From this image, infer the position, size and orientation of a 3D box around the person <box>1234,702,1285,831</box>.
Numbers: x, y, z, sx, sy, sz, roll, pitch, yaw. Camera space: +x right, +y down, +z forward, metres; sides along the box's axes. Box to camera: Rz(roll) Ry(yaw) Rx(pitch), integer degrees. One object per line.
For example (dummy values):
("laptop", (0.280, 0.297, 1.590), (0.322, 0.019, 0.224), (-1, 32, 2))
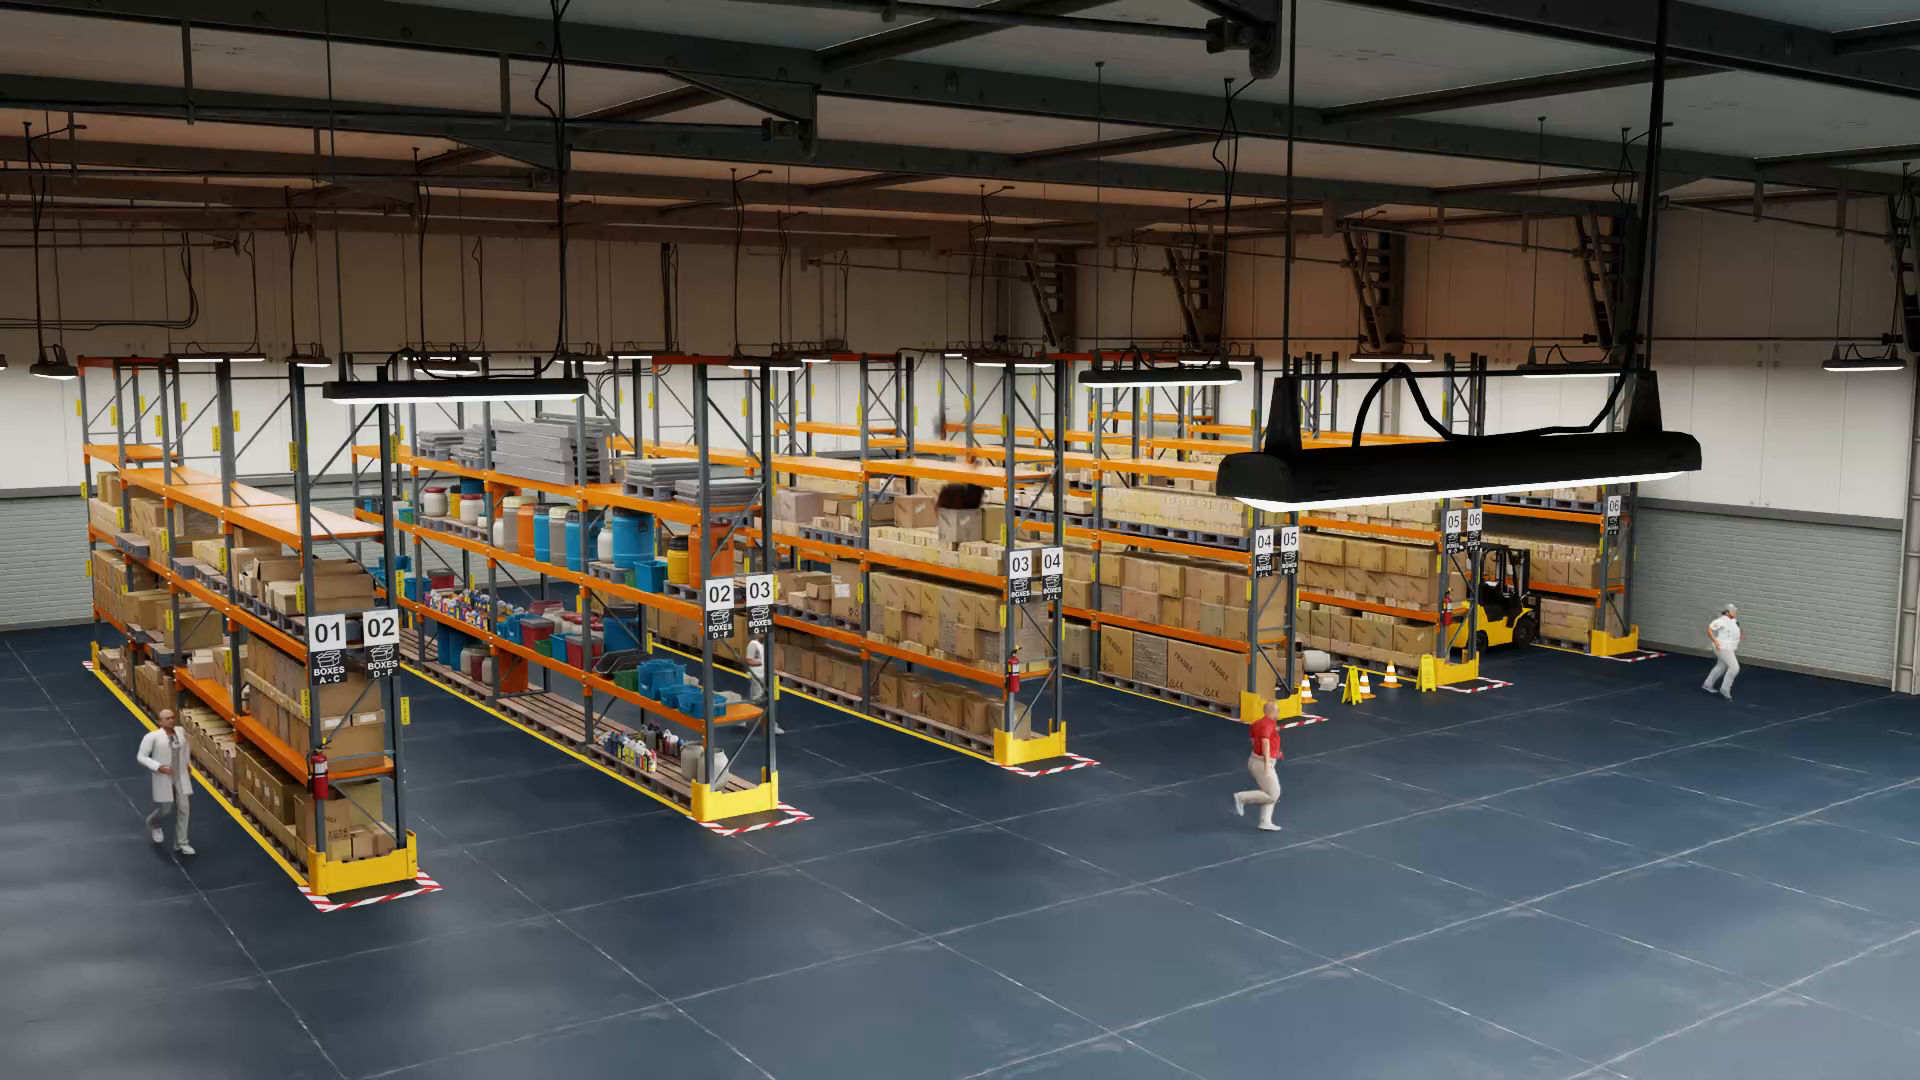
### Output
("person", (3.867, 2.934, 21.430), (0.719, 1.688, 0.696), (-1, 7, -8))

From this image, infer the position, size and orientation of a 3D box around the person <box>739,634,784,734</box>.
("person", (-3.212, 2.198, 26.649), (0.943, 1.767, 0.703), (4, 8, 32))

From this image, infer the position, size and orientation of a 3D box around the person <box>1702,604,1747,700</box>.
("person", (13.508, 1.962, 29.388), (0.585, 1.716, 0.725), (-6, 9, -43))

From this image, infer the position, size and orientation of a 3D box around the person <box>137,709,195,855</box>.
("person", (-9.805, 2.968, 20.581), (0.955, 1.776, 0.712), (6, 9, 40))
